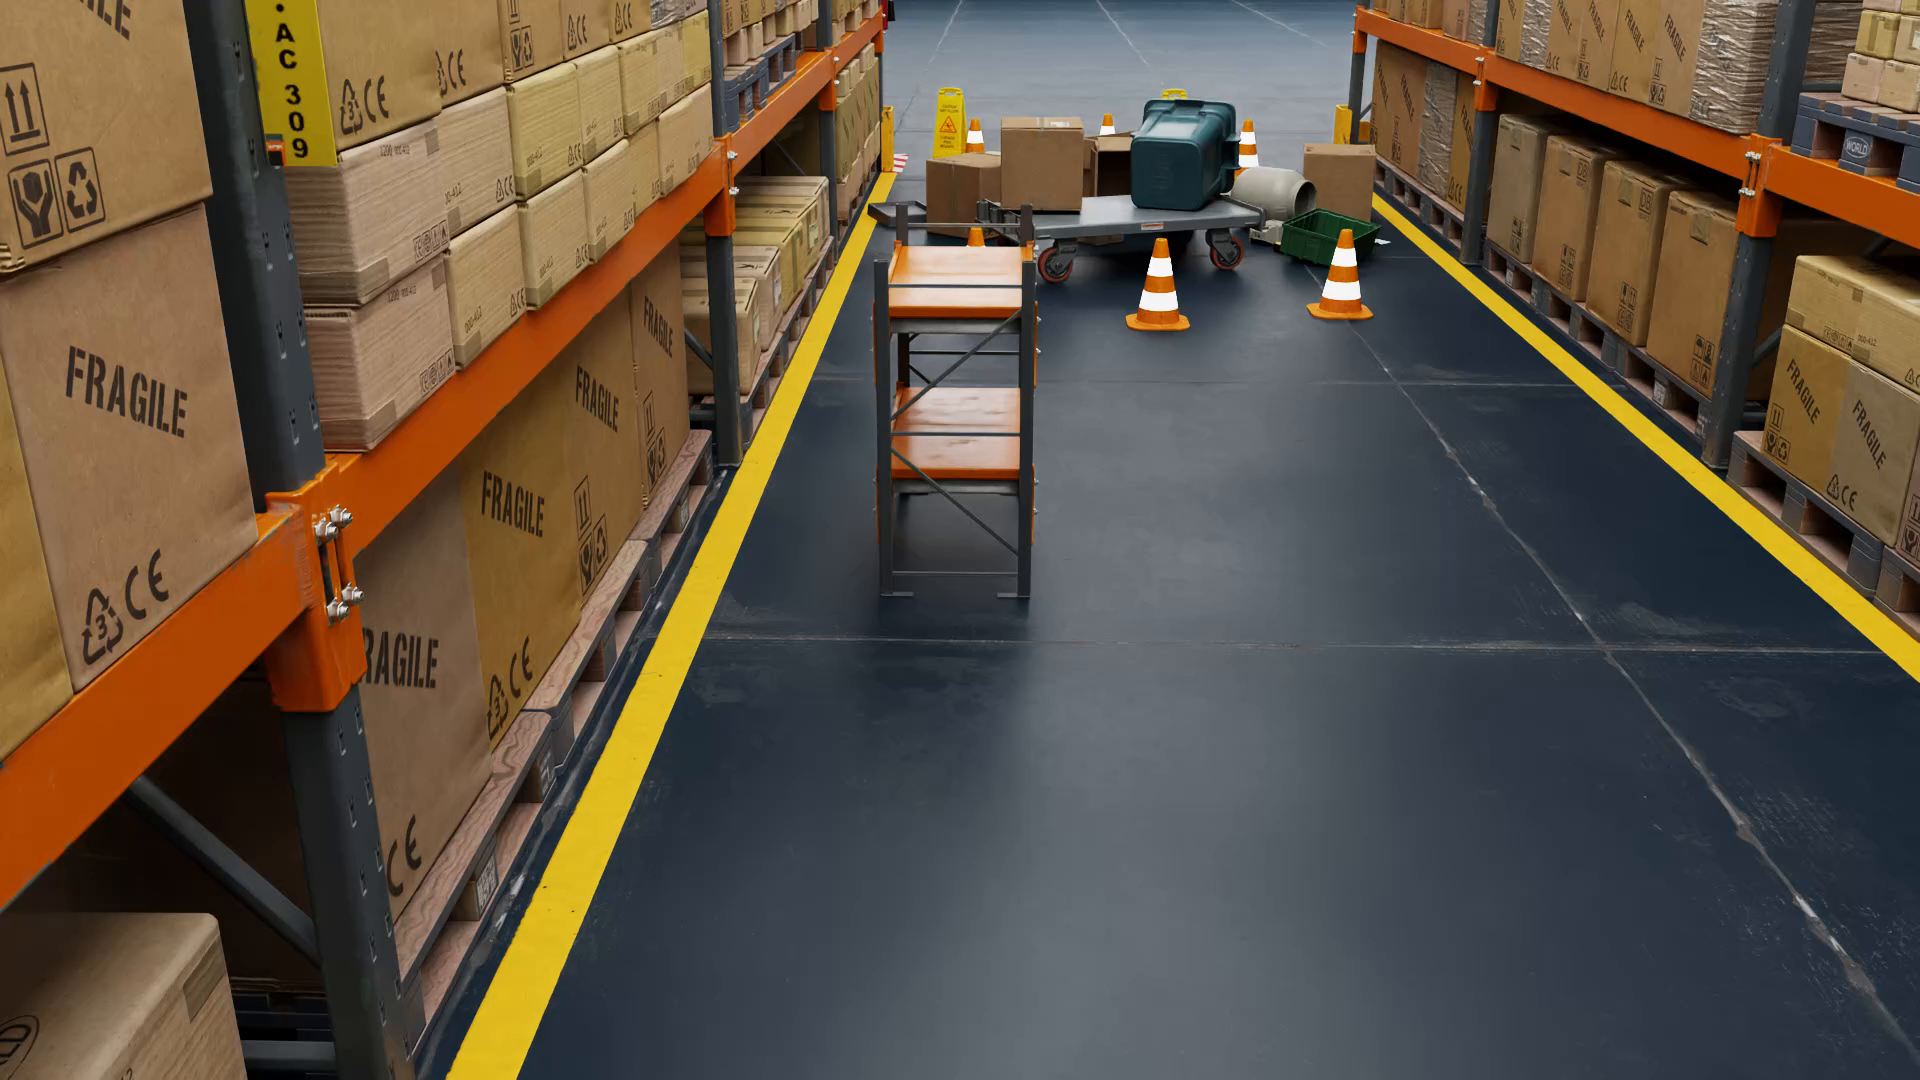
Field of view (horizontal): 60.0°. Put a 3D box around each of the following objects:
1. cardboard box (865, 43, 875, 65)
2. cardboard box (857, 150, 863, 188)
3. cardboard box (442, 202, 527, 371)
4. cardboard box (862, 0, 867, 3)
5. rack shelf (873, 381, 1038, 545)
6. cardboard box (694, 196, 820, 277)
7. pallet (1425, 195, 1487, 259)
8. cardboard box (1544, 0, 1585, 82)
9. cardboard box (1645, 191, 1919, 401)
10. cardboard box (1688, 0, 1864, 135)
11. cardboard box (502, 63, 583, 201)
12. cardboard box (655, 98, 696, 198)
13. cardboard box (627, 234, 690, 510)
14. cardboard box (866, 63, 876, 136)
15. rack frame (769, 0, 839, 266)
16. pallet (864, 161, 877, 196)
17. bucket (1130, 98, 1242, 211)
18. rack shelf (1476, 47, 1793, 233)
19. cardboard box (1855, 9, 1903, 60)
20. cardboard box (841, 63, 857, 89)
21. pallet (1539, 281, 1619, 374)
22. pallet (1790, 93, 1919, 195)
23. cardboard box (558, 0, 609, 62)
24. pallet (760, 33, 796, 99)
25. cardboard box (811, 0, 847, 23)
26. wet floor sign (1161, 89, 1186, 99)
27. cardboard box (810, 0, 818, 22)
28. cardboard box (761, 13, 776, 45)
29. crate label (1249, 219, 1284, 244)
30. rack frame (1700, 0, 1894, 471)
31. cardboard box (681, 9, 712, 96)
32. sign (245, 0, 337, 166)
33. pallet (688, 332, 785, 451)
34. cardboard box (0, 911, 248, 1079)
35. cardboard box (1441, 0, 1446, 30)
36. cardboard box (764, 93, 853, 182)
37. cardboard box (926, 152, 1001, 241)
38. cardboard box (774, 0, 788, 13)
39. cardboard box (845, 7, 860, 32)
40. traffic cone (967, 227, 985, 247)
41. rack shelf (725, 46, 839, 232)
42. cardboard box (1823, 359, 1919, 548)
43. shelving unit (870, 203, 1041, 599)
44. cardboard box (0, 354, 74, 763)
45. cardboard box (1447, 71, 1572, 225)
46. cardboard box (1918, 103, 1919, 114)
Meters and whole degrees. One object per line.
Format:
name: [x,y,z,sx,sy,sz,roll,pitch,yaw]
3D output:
cardboard box: [-0.862,-3.745,12.822,0.380,0.149,0.250,1,21,3]
cardboard box: [-0.969,-2.668,11.979,0.500,0.250,0.500,0,21,1]
cardboard box: [-1.228,-0.540,3.481,0.500,0.250,0.500,0,21,0]
cardboard box: [-0.934,-4.229,12.233,0.500,0.500,0.500,1,21,1]
rack shelf: [0.000,-0.294,5.908,0.538,0.278,1.000,1,21,2]
cardboard box: [-1.308,-1.680,9.264,0.950,0.372,0.625,2,21,5]
pallet: [3.776,-2.115,11.188,1.003,0.211,1.213,1,21,2]
cardboard box: [3.358,-2.637,8.541,0.500,0.500,0.500,1,21,1]
cardboard box: [3.662,-1.061,7.146,1.050,0.750,0.750,0,21,1]
cardboard box: [3.299,-1.907,6.659,0.500,0.500,0.500,1,21,2]
cardboard box: [-1.194,-0.957,3.864,0.500,0.250,0.500,1,21,2]
cardboard box: [-1.153,-1.272,5.368,0.500,0.250,0.500,1,21,3]
cardboard box: [-1.501,-0.669,5.963,0.875,0.875,0.875,0,21,1]
cardboard box: [-0.930,-3.387,12.796,0.500,0.500,0.500,1,21,4]
rack frame: [-1.276,-3.159,10.024,1.000,3.000,0.127,1,21,2]
pallet: [-1.216,-2.984,13.429,1.003,0.211,1.213,1,21,2]
bucket: [1.375,-2.398,10.487,0.726,0.611,0.620,8,33,20]
rack shelf: [3.614,-2.083,8.244,1.077,0.370,4.000,1,21,2]
cardboard box: [3.338,-1.740,5.721,0.380,0.149,0.250,2,21,4]
cardboard box: [-0.910,-3.166,11.328,0.380,0.149,0.250,1,21,4]
pallet: [3.693,-1.119,8.621,1.003,0.211,1.213,1,21,2]
pallet: [3.638,-1.346,5.618,1.213,0.211,1.003,1,21,2]
cardboard box: [-1.203,-1.488,4.196,0.500,0.500,0.500,0,21,1]
pallet: [-1.378,-2.339,8.177,1.003,0.211,1.213,1,21,2]
cardboard box: [-0.984,-3.500,10.354,0.500,0.500,0.500,1,21,1]
wet floor sign: [1.818,-3.522,14.214,0.267,0.644,0.232,-3,21,-8]
cardboard box: [-1.016,-3.049,9.506,0.380,0.149,0.250,1,21,2]
cardboard box: [-1.104,-2.491,8.068,0.380,0.149,0.250,1,21,3]
crate label: [2.094,-2.066,11.164,0.298,0.136,0.250,-16,26,-35]
rack frame: [3.553,-1.695,6.250,1.000,3.000,0.127,1,21,2]
cardboard box: [-1.158,-1.698,5.774,0.500,0.250,0.500,1,21,1]
sign: [-0.964,-0.701,2.384,0.100,0.325,0.005,1,21,2]
pallet: [-1.372,-0.695,7.529,1.003,0.211,1.213,1,21,2]
cardboard box: [-1.645,0.958,2.374,0.875,0.438,0.875,0,21,1]
cardboard box: [3.803,-3.738,11.307,0.875,0.550,0.550,1,21,2]
cardboard box: [-0.988,-2.633,10.852,0.500,0.500,0.500,2,21,4]
cardboard box: [0.117,-2.367,11.435,0.500,0.500,0.500,18,27,38]
cardboard box: [-1.111,-2.815,8.008,0.500,0.500,0.500,0,21,0]
cardboard box: [-0.897,-3.615,11.545,0.380,0.149,0.250,1,21,2]
traffic cone: [0.086,-1.513,9.287,0.336,0.463,0.334,1,21,2]
rack shelf: [-1.337,-2.100,8.290,1.077,0.370,4.000,1,21,2]
cardboard box: [3.265,-0.290,5.506,0.500,0.500,0.500,1,21,2]
shelving unit: [0.000,-0.522,5.819,0.538,1.125,1.048,1,21,2]
cardboard box: [-1.288,0.044,1.632,0.500,0.500,0.500,0,21,0]
cardboard box: [3.764,-2.573,10.870,0.875,0.875,0.875,1,21,2]
cardboard box: [3.322,-1.419,5.307,0.380,0.149,0.250,2,21,4]
